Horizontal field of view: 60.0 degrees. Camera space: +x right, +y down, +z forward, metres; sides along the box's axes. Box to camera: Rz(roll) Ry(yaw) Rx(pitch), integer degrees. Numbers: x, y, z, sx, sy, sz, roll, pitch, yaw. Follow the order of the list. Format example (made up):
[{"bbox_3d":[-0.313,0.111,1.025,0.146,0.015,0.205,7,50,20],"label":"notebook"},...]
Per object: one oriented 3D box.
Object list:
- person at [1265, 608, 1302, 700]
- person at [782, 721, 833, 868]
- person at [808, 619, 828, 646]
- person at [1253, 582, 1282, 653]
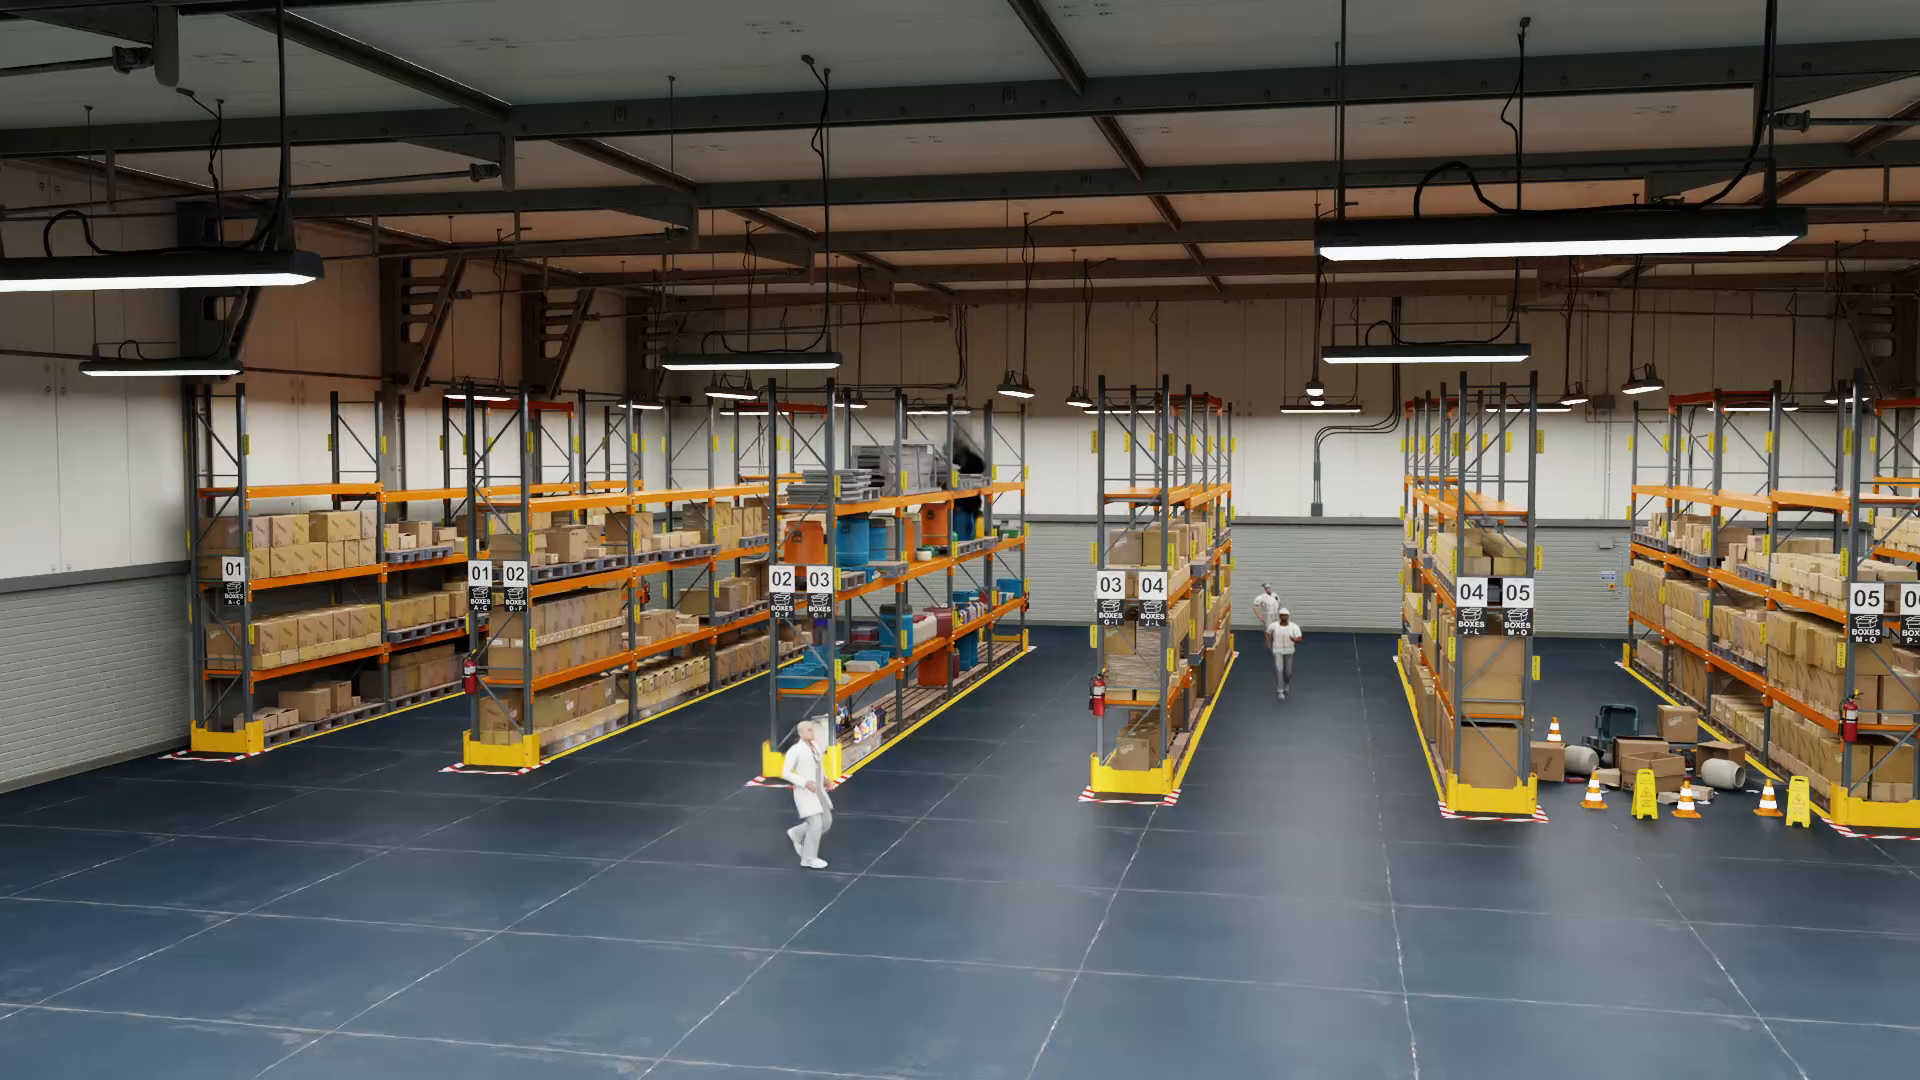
[{"bbox_3d":[6.381,2.218,32.785,0.701,1.749,0.990,0,3,6],"label":"person"},{"bbox_3d":[-1.818,3.007,19.716,0.668,1.724,0.707,2,4,32],"label":"person"},{"bbox_3d":[-2.870,1.954,34.381,0.562,1.675,0.585,0,3,4],"label":"person"},{"bbox_3d":[7.380,1.885,39.524,0.713,1.797,0.729,-2,4,-25],"label":"person"}]
